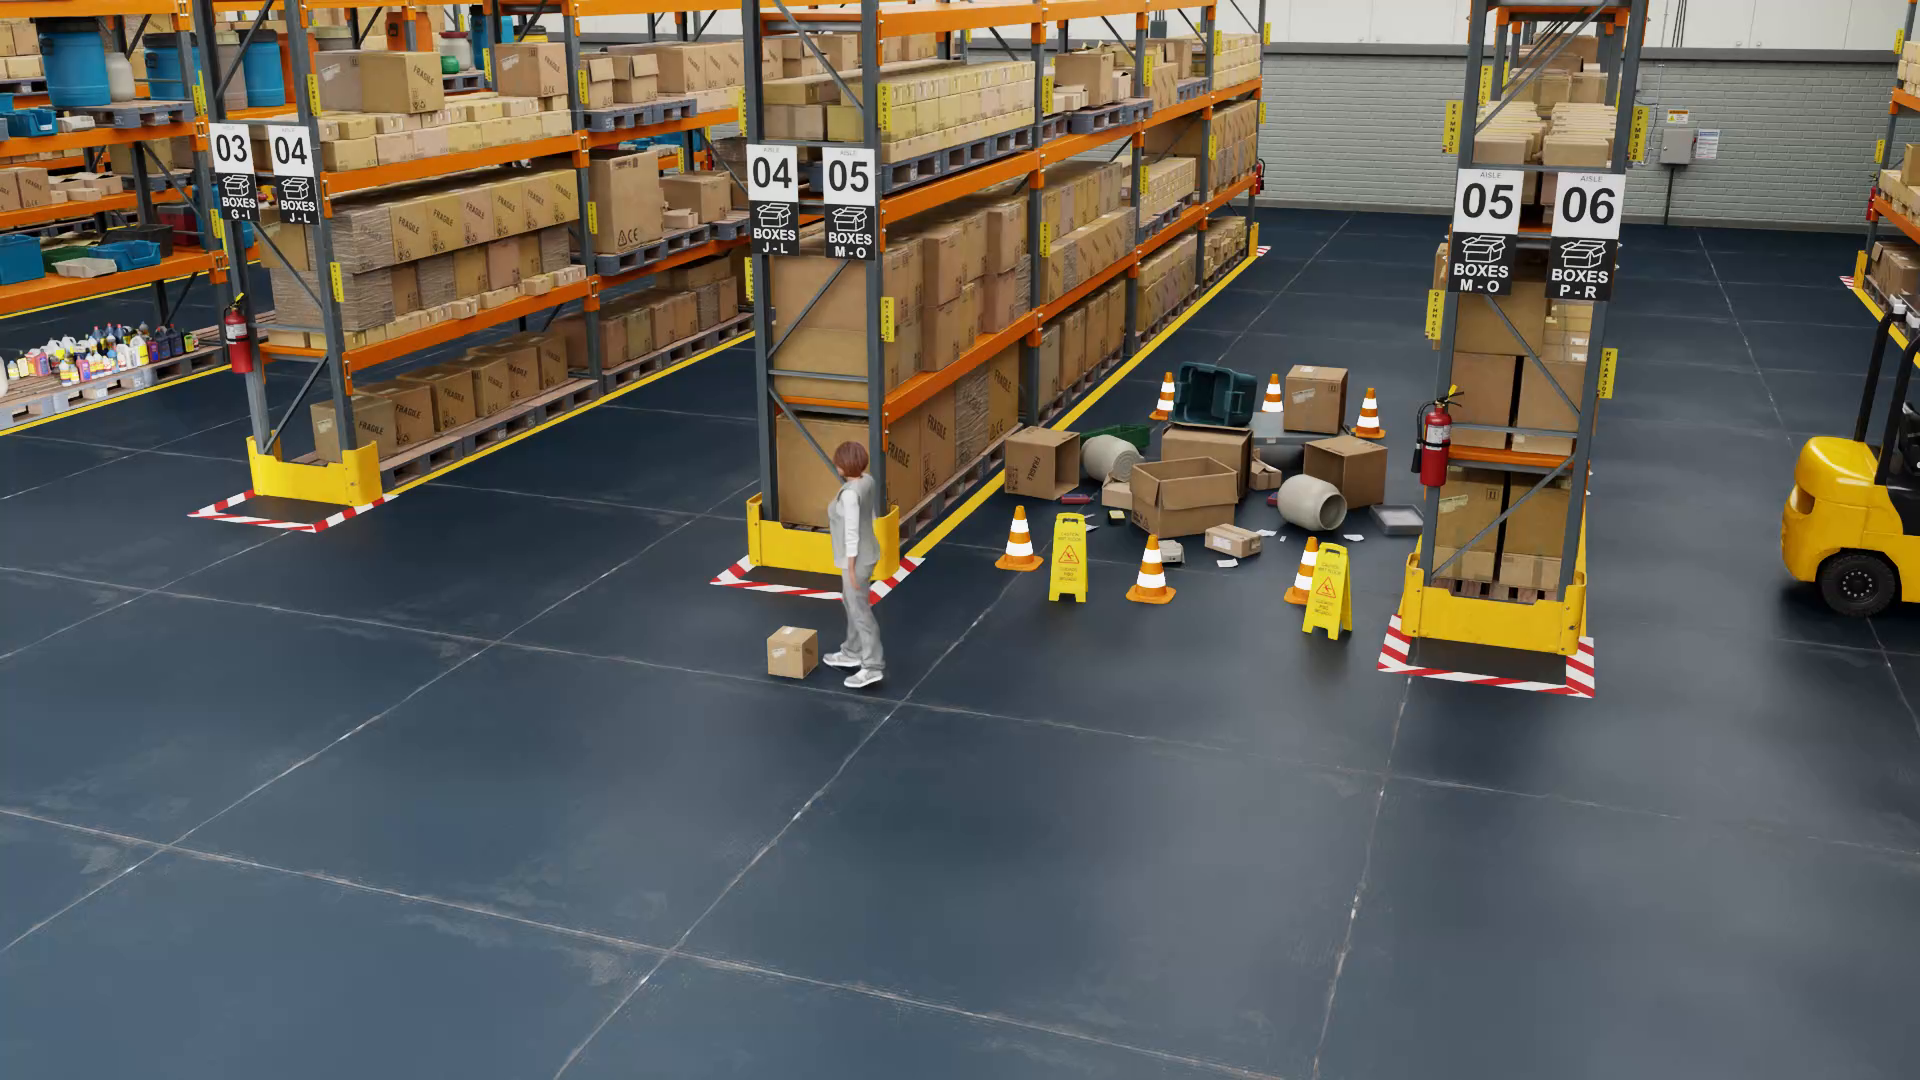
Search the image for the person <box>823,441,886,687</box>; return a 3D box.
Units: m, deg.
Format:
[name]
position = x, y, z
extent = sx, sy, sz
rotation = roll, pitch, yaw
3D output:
[person]
position = -0.710, 0.134, 10.645
extent = 0.480, 1.601, 0.489
rotation = 3, 19, 10
